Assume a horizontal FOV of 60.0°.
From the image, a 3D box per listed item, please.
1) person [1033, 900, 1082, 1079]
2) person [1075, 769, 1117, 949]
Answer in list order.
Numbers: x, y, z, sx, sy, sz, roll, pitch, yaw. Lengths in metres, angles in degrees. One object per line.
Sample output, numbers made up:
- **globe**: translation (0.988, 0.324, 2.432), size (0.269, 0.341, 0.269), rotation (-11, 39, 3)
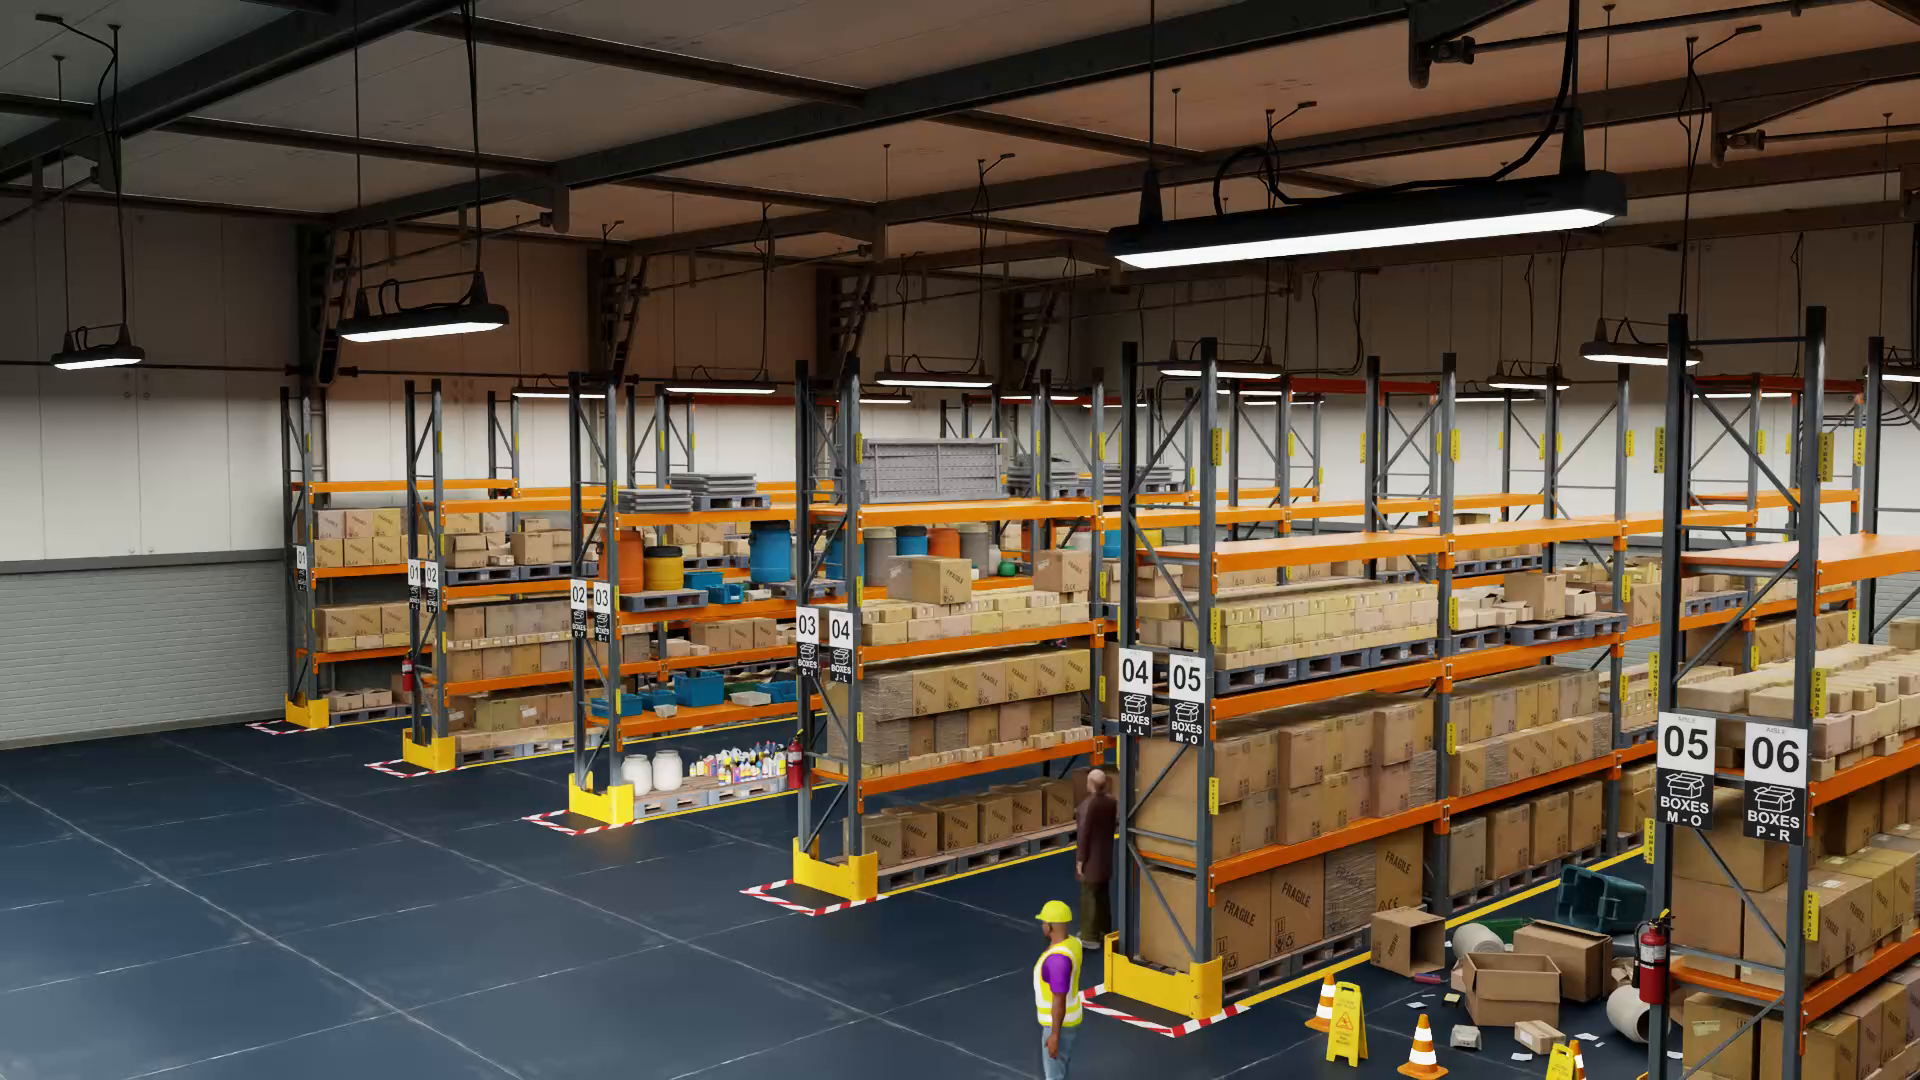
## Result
- **person**: translation (0.670, 3.496, 12.104), size (0.437, 1.770, 0.628), rotation (0, 4, 7)
- **person**: translation (1.329, 3.192, 16.768), size (0.405, 1.787, 0.612), rotation (2, 4, 31)
